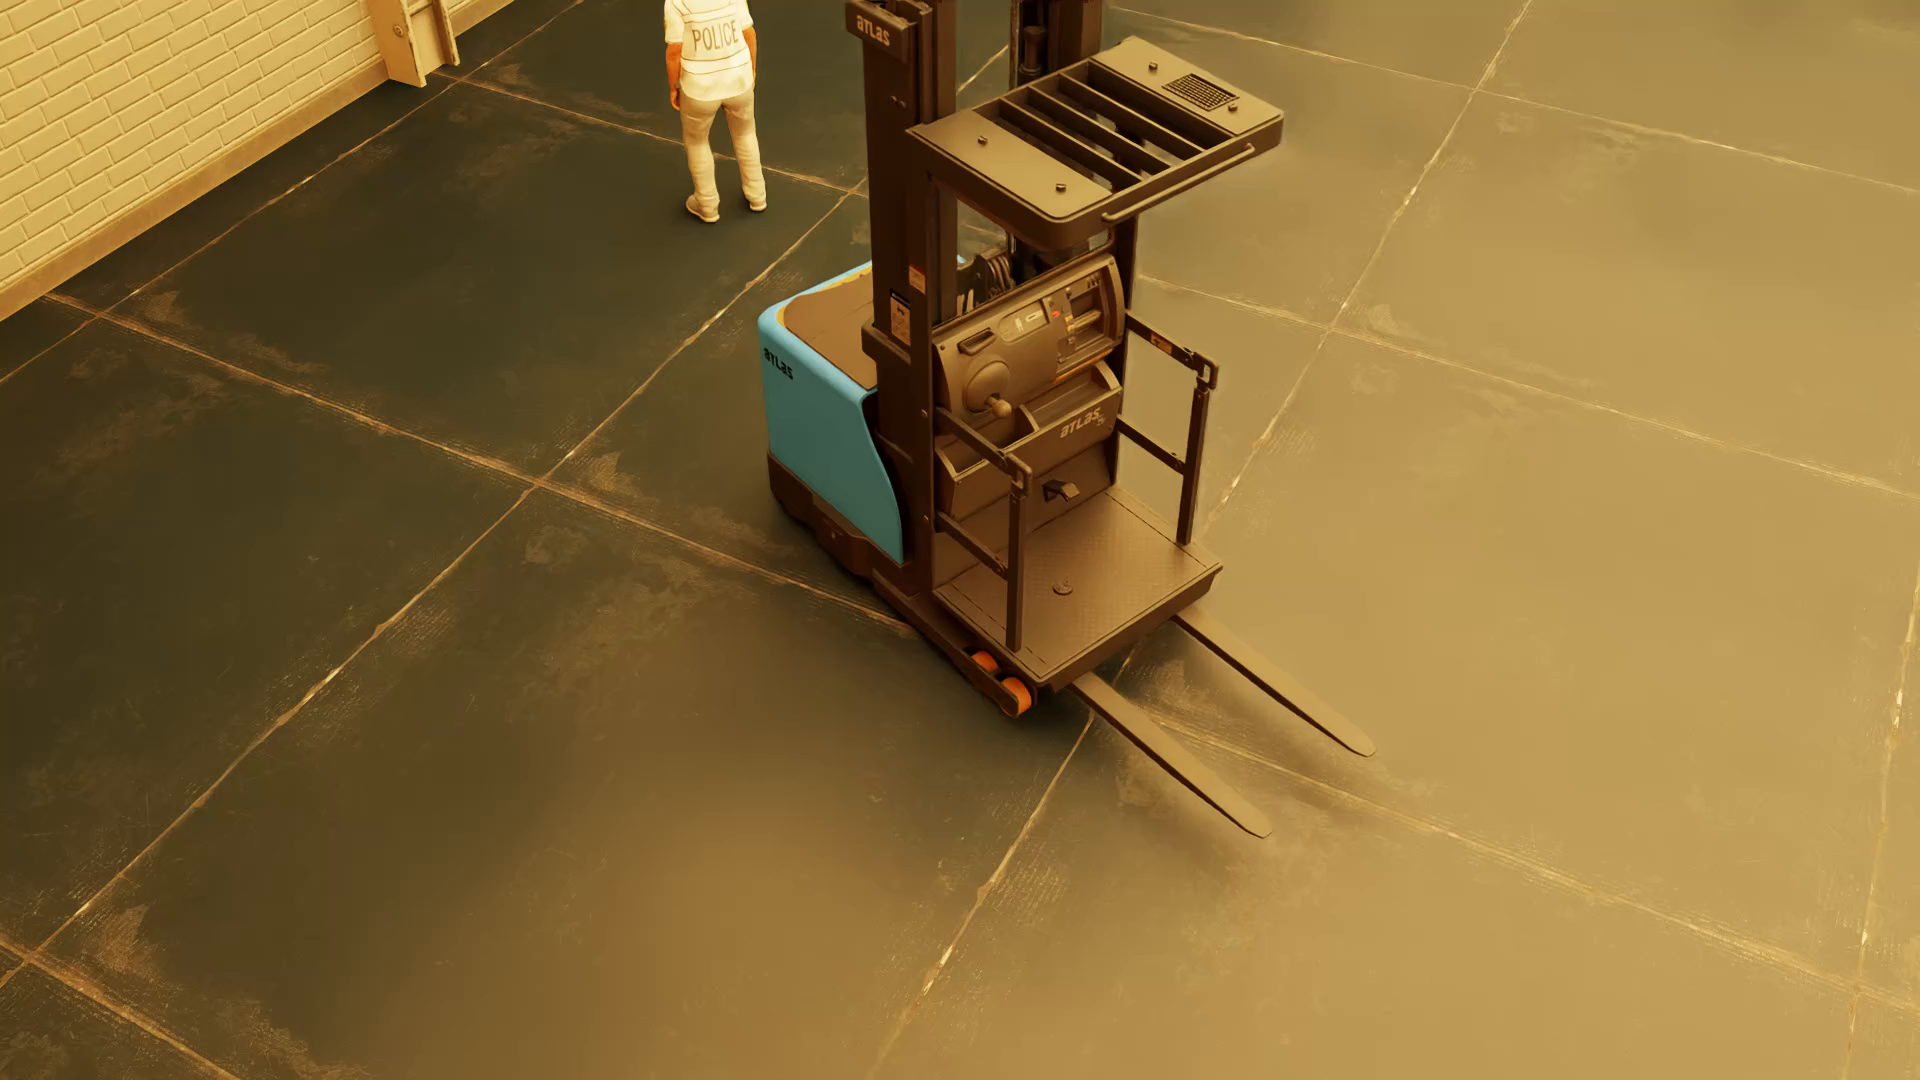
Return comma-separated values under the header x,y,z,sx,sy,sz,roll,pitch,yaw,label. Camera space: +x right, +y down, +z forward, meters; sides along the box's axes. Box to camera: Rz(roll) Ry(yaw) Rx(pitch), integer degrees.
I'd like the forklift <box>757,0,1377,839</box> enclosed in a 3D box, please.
x,y,z,sx,sy,sz,roll,pitch,yaw,label
0.425,-0.720,6.418,1.130,2.935,3.031,-30,51,-28,forklift

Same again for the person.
x,y,z,sx,sy,sz,roll,pitch,yaw,label
-1.384,-2.577,9.316,0.538,1.666,0.467,-18,46,-19,person
